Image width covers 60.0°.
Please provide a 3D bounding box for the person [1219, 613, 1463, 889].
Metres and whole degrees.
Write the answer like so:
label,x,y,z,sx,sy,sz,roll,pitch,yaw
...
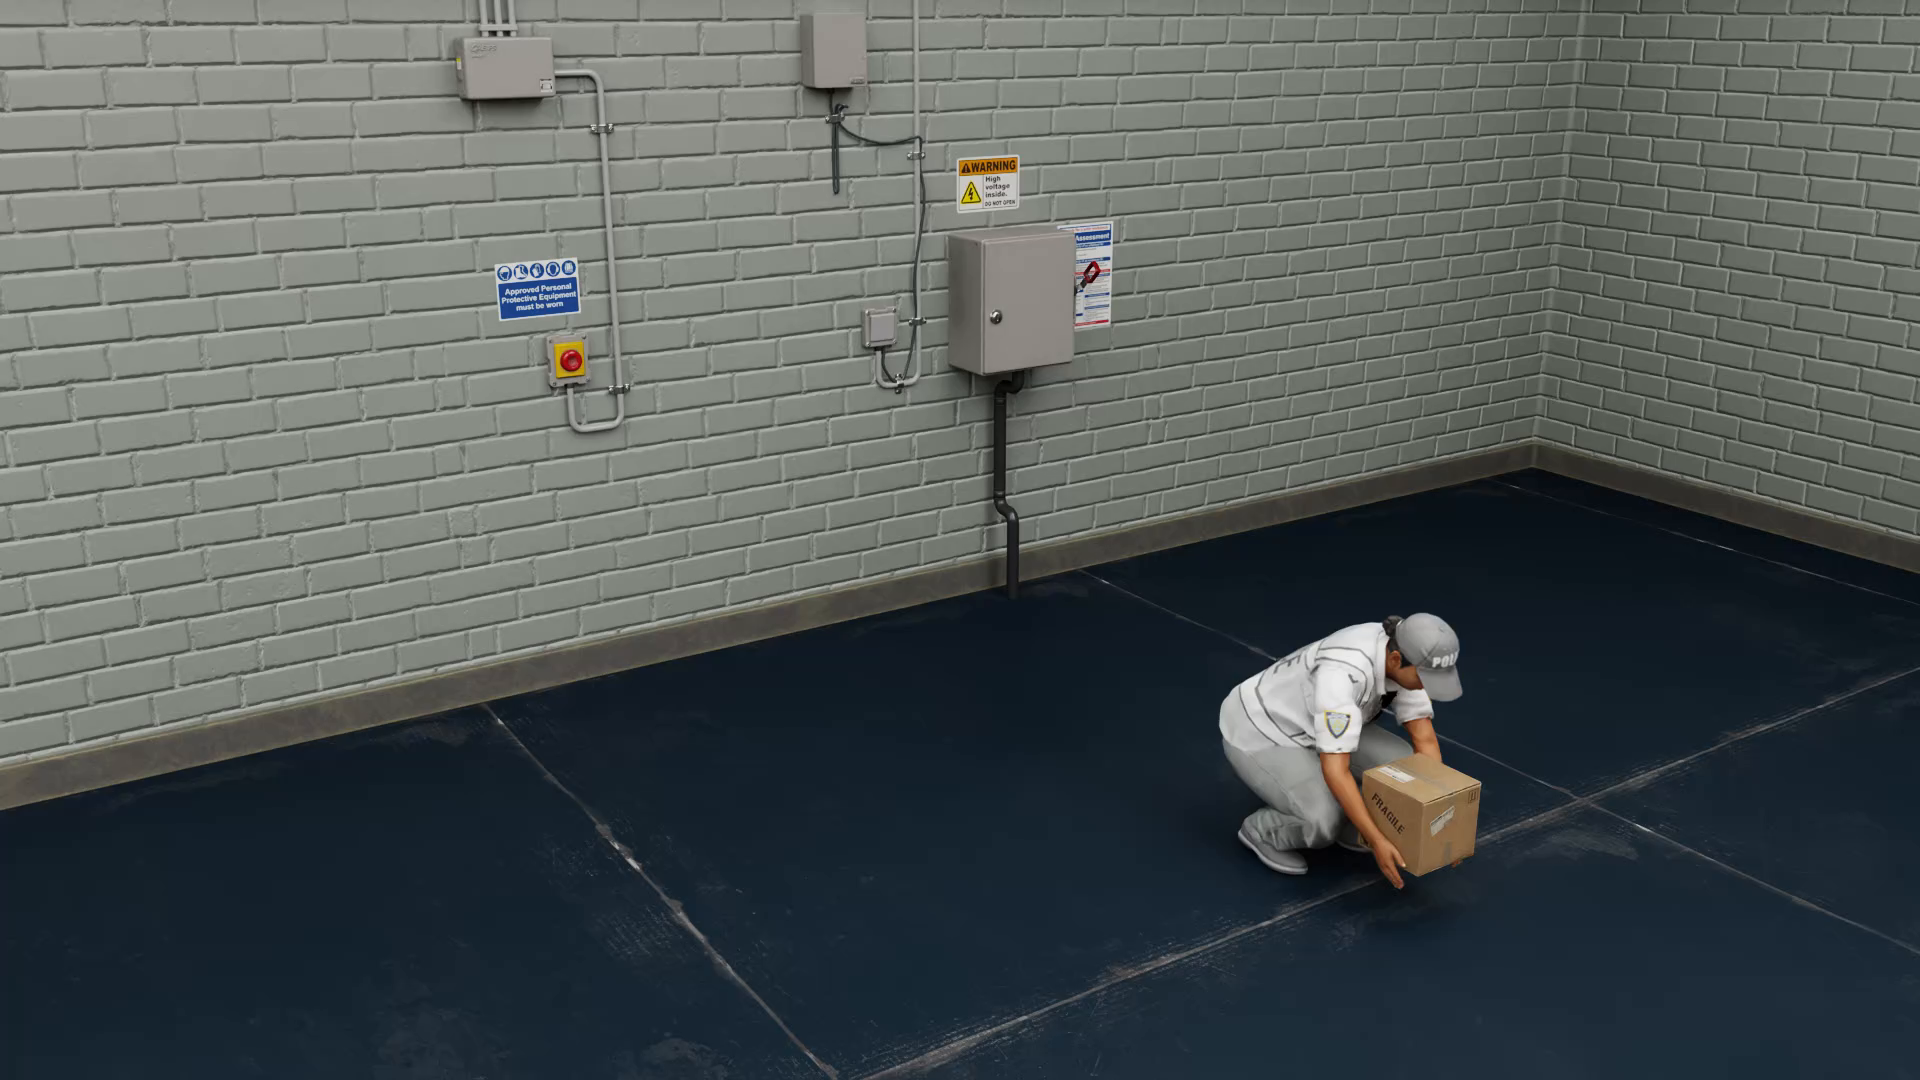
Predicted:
label,x,y,z,sx,sy,sz,roll,pitch,yaw
person,1.238,0.621,5.347,0.526,0.945,0.849,-12,22,-32
